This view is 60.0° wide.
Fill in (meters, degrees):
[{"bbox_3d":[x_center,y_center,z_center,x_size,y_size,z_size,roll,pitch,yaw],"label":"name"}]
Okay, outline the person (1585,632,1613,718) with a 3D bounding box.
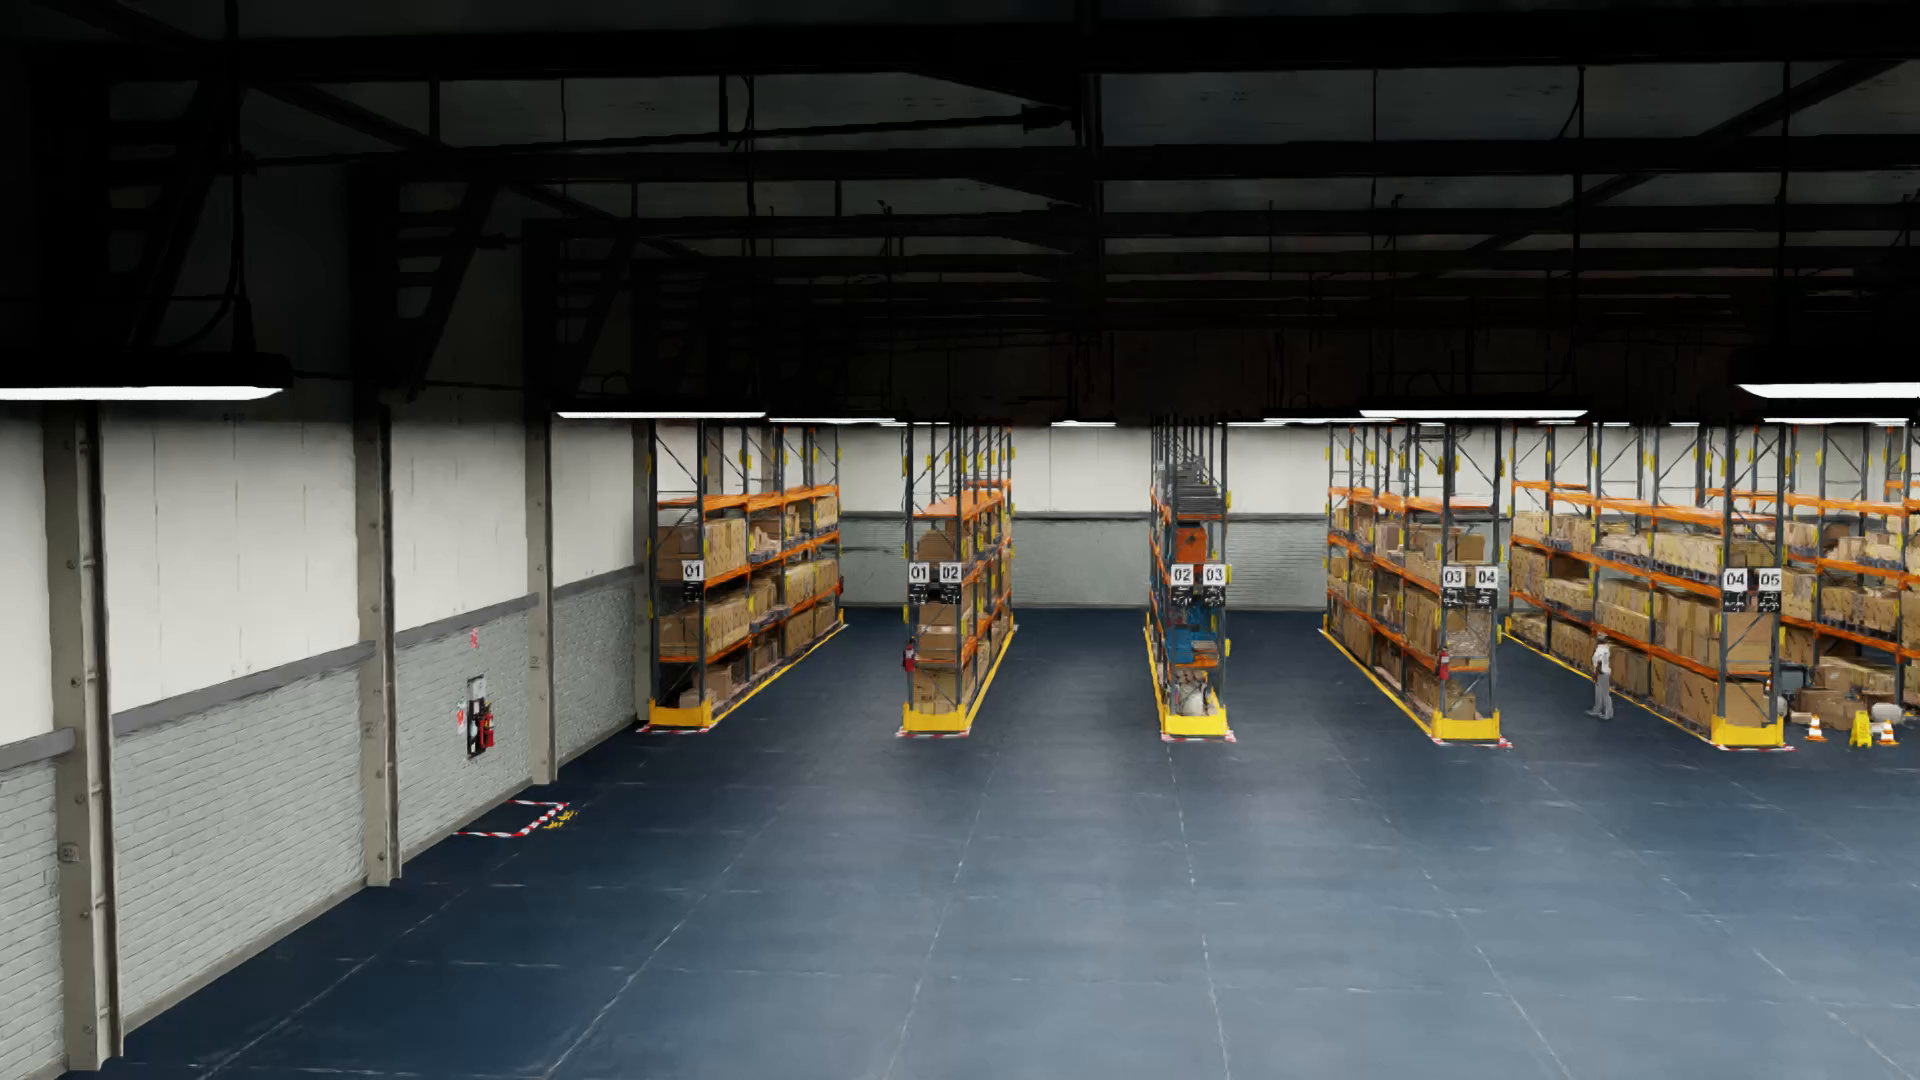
[{"bbox_3d":[12.677,2.661,32.935,0.555,1.662,0.588,2,4,29],"label":"person"}]
